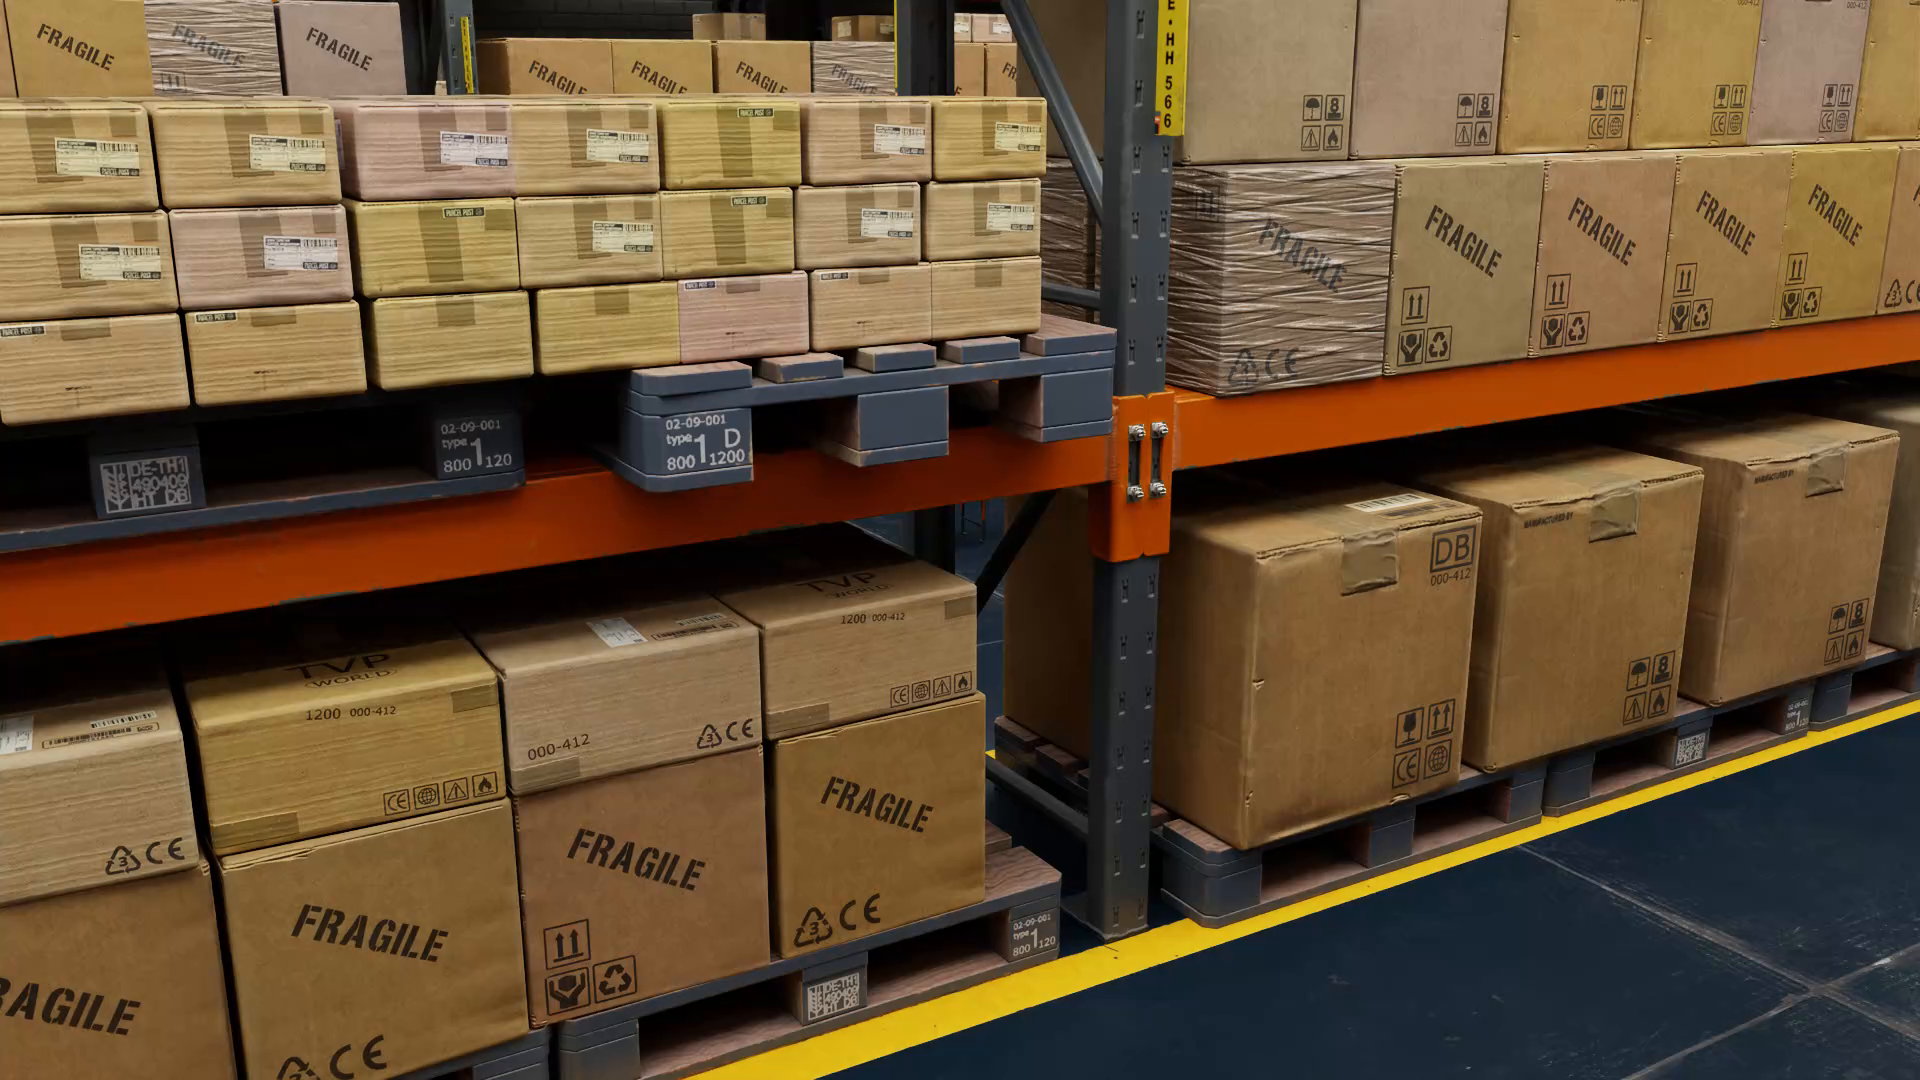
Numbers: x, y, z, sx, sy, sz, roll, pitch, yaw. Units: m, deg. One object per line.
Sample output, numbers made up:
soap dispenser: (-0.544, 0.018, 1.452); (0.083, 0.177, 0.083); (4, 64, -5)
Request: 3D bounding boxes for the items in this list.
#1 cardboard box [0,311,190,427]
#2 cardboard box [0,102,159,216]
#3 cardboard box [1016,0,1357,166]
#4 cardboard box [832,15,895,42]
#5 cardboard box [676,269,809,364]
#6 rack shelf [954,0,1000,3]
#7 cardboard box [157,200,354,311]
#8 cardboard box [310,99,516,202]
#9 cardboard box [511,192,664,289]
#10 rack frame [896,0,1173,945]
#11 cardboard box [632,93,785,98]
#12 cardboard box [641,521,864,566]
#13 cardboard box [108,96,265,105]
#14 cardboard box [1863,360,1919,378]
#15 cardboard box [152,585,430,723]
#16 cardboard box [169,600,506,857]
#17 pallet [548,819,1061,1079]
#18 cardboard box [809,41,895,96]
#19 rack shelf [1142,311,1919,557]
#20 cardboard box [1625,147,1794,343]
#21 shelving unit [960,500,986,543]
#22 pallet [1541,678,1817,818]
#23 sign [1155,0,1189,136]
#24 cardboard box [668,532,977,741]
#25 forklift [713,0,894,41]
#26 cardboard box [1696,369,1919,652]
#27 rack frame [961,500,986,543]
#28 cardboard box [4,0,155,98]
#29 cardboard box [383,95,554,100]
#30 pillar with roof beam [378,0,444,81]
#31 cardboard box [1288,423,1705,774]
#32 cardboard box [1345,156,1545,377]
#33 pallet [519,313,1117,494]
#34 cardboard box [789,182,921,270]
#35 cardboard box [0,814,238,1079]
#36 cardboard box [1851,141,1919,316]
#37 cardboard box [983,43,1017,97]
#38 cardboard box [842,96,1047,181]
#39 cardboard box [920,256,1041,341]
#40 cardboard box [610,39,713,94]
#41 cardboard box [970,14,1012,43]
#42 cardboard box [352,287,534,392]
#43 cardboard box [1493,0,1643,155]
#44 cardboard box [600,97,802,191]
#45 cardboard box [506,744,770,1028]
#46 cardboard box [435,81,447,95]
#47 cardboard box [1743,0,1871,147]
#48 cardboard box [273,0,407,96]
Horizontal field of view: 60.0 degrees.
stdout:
cardboard box: (-1.375, -0.294, 2.588); (0.250, 0.149, 0.380); (-10, 19, -32)
cardboard box: (-1.372, -0.581, 2.512); (0.250, 0.149, 0.380); (-9, 18, -28)
cardboard box: (0.535, -1.193, 4.070); (0.500, 0.500, 0.700); (-9, 18, -30)
cardboard box: (-0.525, -2.838, 9.260); (0.250, 0.149, 0.380); (-8, 18, -27)
cardboard box: (-0.475, -0.440, 3.108); (0.250, 0.149, 0.380); (-9, 18, -29)
rack shelf: (0.093, -4.814, 14.802); (4.000, 0.370, 1.077); (-9, 18, -30)
cardboard box: (-1.148, -0.474, 2.679); (0.250, 0.149, 0.380); (-9, 18, -28)
cardboard box: (-0.916, -0.656, 2.777); (0.250, 0.149, 0.380); (-9, 18, -30)
cardboard box: (-0.710, -0.544, 2.930); (0.250, 0.149, 0.380); (-9, 18, -30)
rack frame: (0.145, -0.603, 4.004); (0.127, 3.000, 1.000); (-9, 18, -30)
cardboard box: (-0.579, -0.913, 3.696); (0.250, 0.149, 0.380); (-10, 18, -31)
cardboard box: (-0.570, 0.077, 4.042); (0.500, 0.250, 0.500); (-10, 19, -32)
cardboard box: (-1.476, -0.768, 3.179); (0.250, 0.149, 0.380); (-9, 18, -28)
cardboard box: (4.149, -0.410, 6.472); (0.875, 0.875, 0.875); (-9, 18, -29)
cardboard box: (-1.436, 0.213, 3.555); (0.500, 0.250, 0.500); (-9, 18, -29)
cardboard box: (-1.177, 0.333, 3.130); (0.500, 0.250, 0.500); (-9, 18, -28)
pallet: (-0.525, 0.848, 3.994); (1.213, 0.211, 1.003); (-9, 18, -30)
cardboard box: (-0.658, -2.354, 8.736); (0.500, 0.500, 0.500); (-10, 19, -32)
rack shelf: (1.860, -0.535, 5.093); (4.000, 0.370, 1.077); (-9, 18, -30)
cardboard box: (1.964, -0.861, 4.740); (0.500, 0.500, 0.500); (-9, 18, -30)
shelving unit: (-0.046, -0.498, 7.242); (0.252, 1.050, 0.215); (-9, 18, -30)
pallet: (1.905, 0.479, 5.310); (1.213, 0.211, 1.003); (-9, 18, -30)
sign: (0.433, -0.998, 3.415); (0.005, 0.325, 0.100); (-9, 18, -30)
cardboard box: (-0.306, 0.193, 3.628); (0.500, 0.250, 0.500); (-10, 18, -31)
forklift: (-0.904, -2.770, 11.862); (3.031, 2.935, 1.130); (-9, 18, -30)
cardboard box: (3.088, -0.171, 5.853); (0.750, 0.750, 1.050); (-9, 18, -30)
rack frame: (0.059, -0.515, 7.302); (0.008, 1.050, 0.200); (-9, 18, -30)
cardboard box: (-3.664, -1.991, 6.917); (0.500, 0.500, 0.500); (-9, 18, -30)
cardboard box: (-1.019, -0.844, 3.447); (0.250, 0.149, 0.380); (-10, 19, -32)
pillar with roof beam: (-2.180, -5.165, 9.162); (0.400, 9.000, 9.100); (-9, 18, -30)
cardboard box: (1.461, 0.092, 4.915); (0.750, 0.750, 1.050); (-9, 18, -29)
cardboard box: (1.104, -0.723, 4.245); (0.500, 0.500, 0.500); (-9, 18, -30)
pallet: (-0.411, -0.387, 3.589); (1.003, 0.211, 1.213); (-9, 18, -30)
cardboard box: (-0.271, -0.616, 3.187); (0.250, 0.149, 0.380); (-8, 18, -28)
cardboard box: (-1.619, 0.763, 2.983); (0.500, 0.500, 0.500); (-9, 18, -29)
cardboard box: (2.831, -1.003, 5.244); (0.500, 0.500, 0.500); (-9, 18, -30)
cardboard box: (0.236, -2.497, 9.247); (0.500, 0.500, 0.500); (-9, 18, -29)
cardboard box: (-0.039, -0.797, 3.280); (0.250, 0.149, 0.380); (-10, 19, -32)
cardboard box: (-0.041, -0.509, 3.357); (0.250, 0.149, 0.380); (-9, 18, -29)
cardboard box: (-1.543, -2.211, 8.226); (0.500, 0.500, 0.500); (-8, 18, -27)
cardboard box: (0.075, -2.781, 9.057); (0.250, 0.149, 0.380); (-10, 18, -31)
cardboard box: (-0.920, -0.368, 2.852); (0.250, 0.149, 0.380); (-10, 19, -32)
cardboard box: (1.407, -1.335, 4.578); (0.500, 0.500, 0.700); (-10, 18, -31)
cardboard box: (-0.480, -0.726, 3.027); (0.250, 0.149, 0.380); (-9, 18, -28)
cardboard box: (-0.731, 0.622, 3.488); (0.500, 0.500, 0.500); (-8, 18, -27)
cardboard box: (-3.972, -3.337, 12.371); (0.250, 0.149, 0.380); (-9, 18, -29)
cardboard box: (2.278, -1.476, 5.081); (0.500, 0.500, 0.700); (-9, 18, -29)
cardboard box: (-2.799, -2.132, 7.419); (0.500, 0.500, 0.500); (-10, 18, -31)
